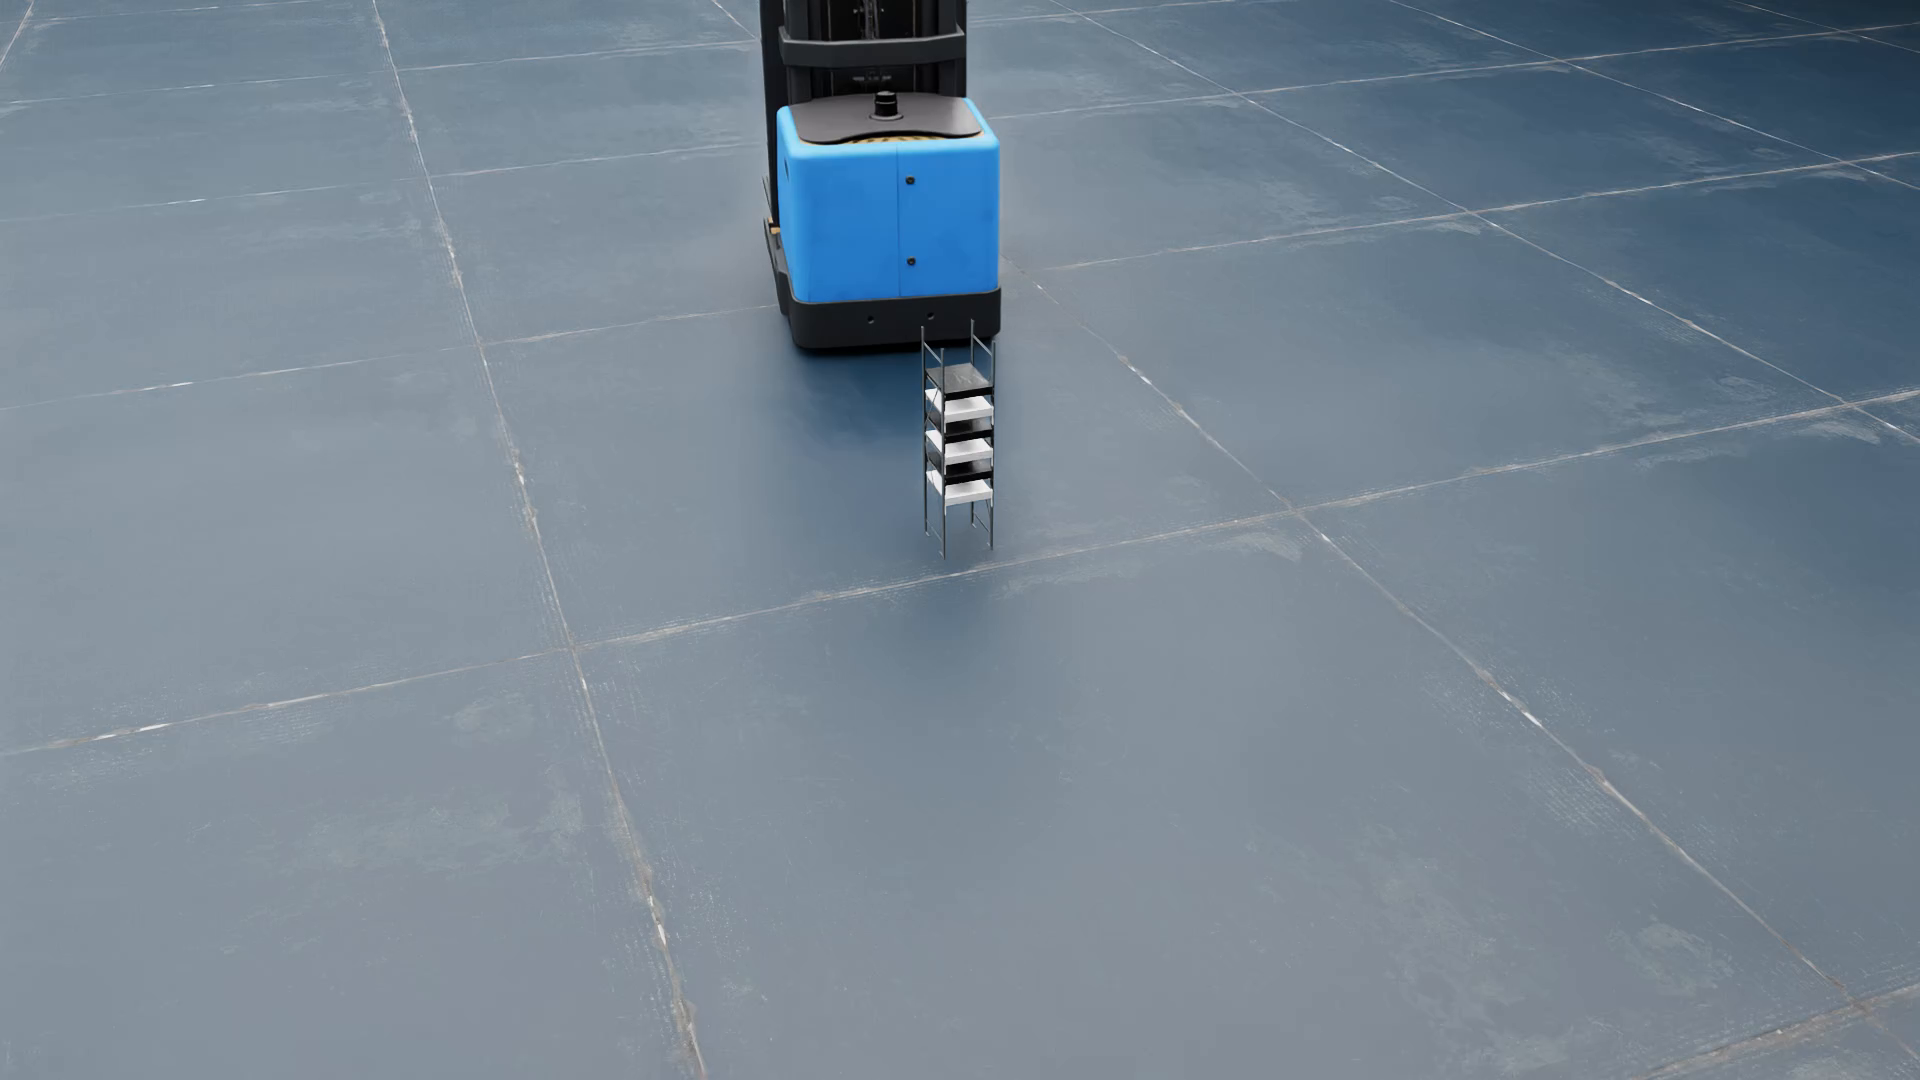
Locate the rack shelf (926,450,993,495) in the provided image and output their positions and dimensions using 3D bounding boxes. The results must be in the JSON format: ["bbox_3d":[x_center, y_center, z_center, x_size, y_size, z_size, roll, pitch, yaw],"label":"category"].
[{"bbox_3d":[-0.008,-0.282,6.586,0.200,0.077,0.258,-10,31,-18],"label":"rack shelf"}]

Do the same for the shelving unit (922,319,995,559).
[{"bbox_3d":[-0.008,-0.390,6.525,0.210,0.900,0.258,-10,31,-18],"label":"shelving unit"}]

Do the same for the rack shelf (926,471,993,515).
[{"bbox_3d":[-0.008,-0.204,6.630,0.200,0.077,0.258,-10,31,-18],"label":"rack shelf"}]

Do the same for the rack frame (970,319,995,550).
[{"bbox_3d":[0.088,-0.407,6.556,0.006,0.900,0.240,-10,31,-18],"label":"rack frame"}]

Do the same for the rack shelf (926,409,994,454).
[{"bbox_3d":[-0.008,-0.439,6.497,0.200,0.077,0.258,-10,31,-18],"label":"rack shelf"}]

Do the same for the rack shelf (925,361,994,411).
[{"bbox_3d":[-0.008,-0.595,6.408,0.200,0.077,0.258,-10,31,-18],"label":"rack shelf"}]

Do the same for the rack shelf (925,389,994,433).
[{"bbox_3d":[-0.008,-0.517,6.452,0.200,0.077,0.258,-10,31,-18],"label":"rack shelf"}]

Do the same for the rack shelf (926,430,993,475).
[{"bbox_3d":[-0.008,-0.361,6.541,0.200,0.077,0.258,-10,31,-18],"label":"rack shelf"}]

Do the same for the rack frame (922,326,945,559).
[{"bbox_3d":[-0.103,-0.372,6.494,0.006,0.900,0.240,-10,31,-18],"label":"rack frame"}]

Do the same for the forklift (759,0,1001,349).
[{"bbox_3d":[-0.551,-2.937,8.944,1.130,2.935,3.031,-5,30,-8],"label":"forklift"}]
